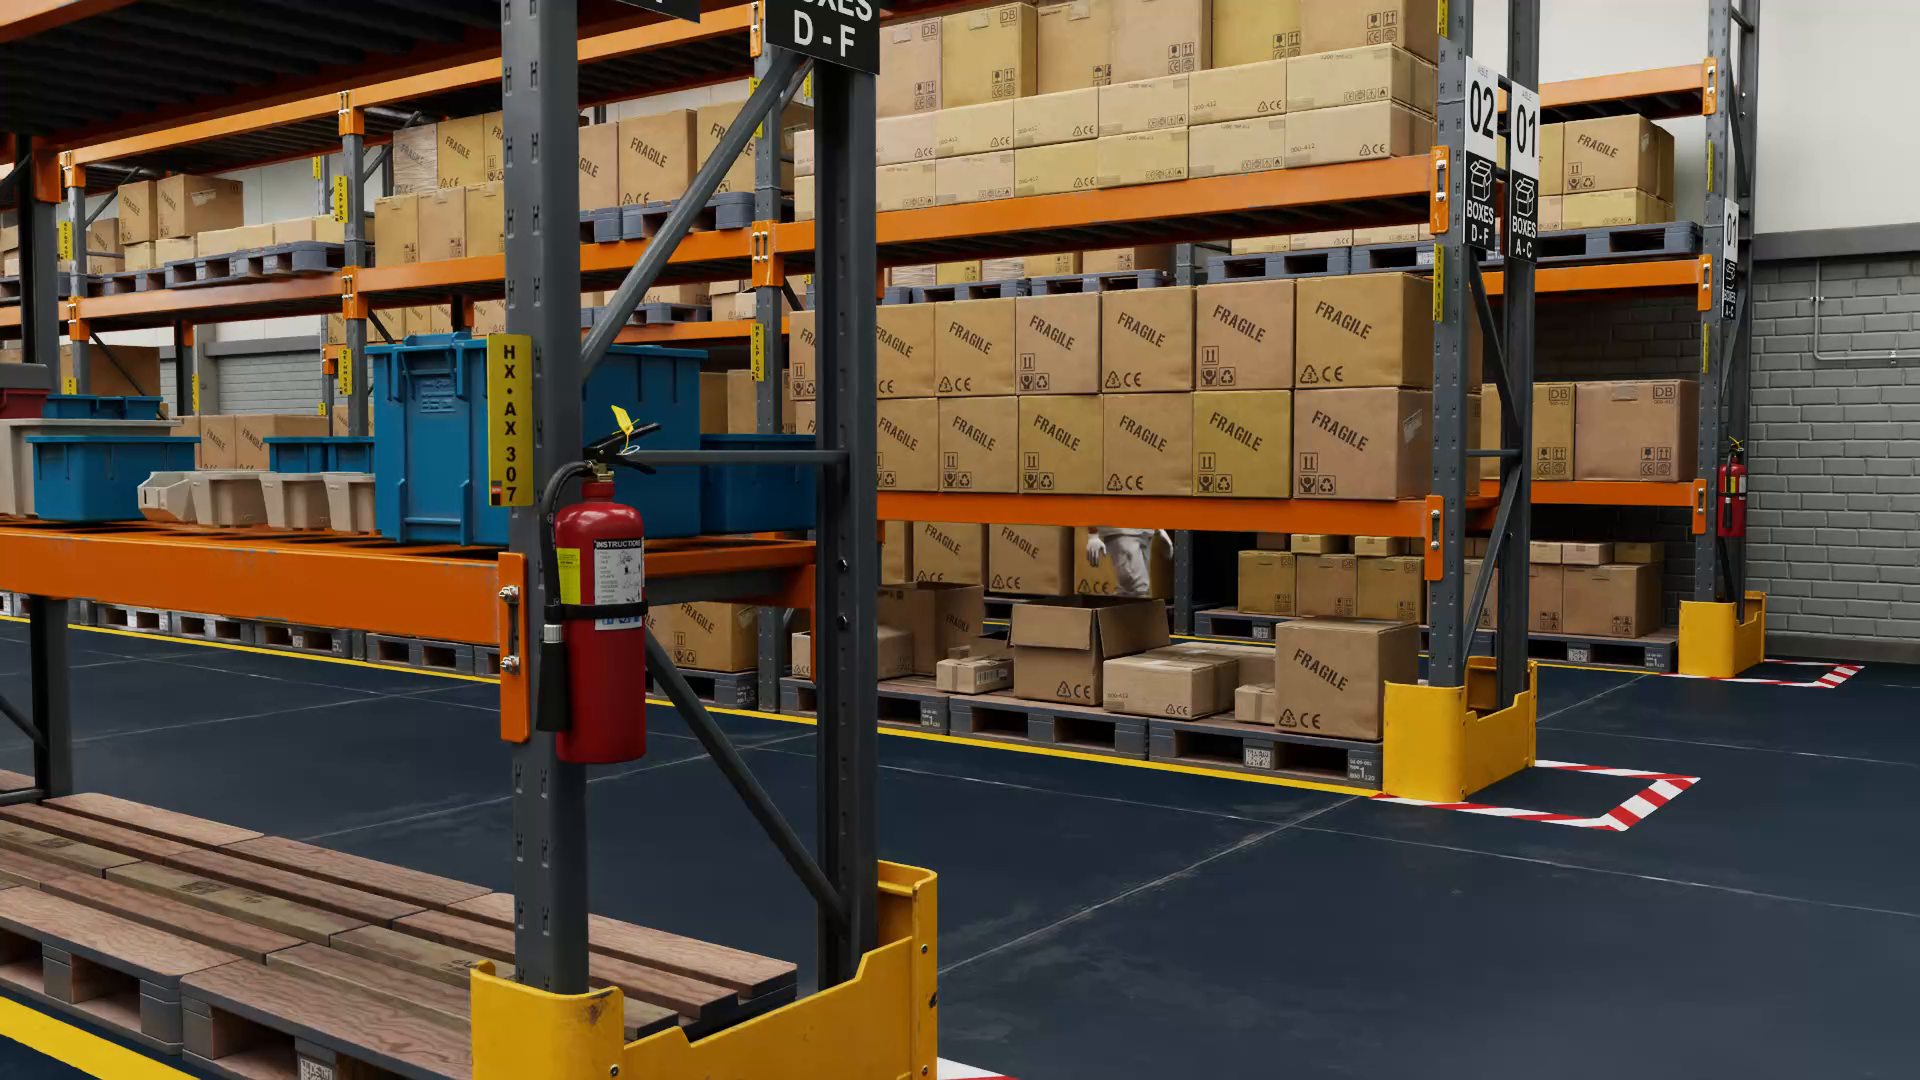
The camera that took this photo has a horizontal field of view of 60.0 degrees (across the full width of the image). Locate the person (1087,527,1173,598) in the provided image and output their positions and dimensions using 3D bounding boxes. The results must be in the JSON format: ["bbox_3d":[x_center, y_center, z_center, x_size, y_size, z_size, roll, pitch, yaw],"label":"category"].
[{"bbox_3d":[1.135,0.034,11.105,0.534,1.846,0.588,3,4,45],"label":"person"}]
